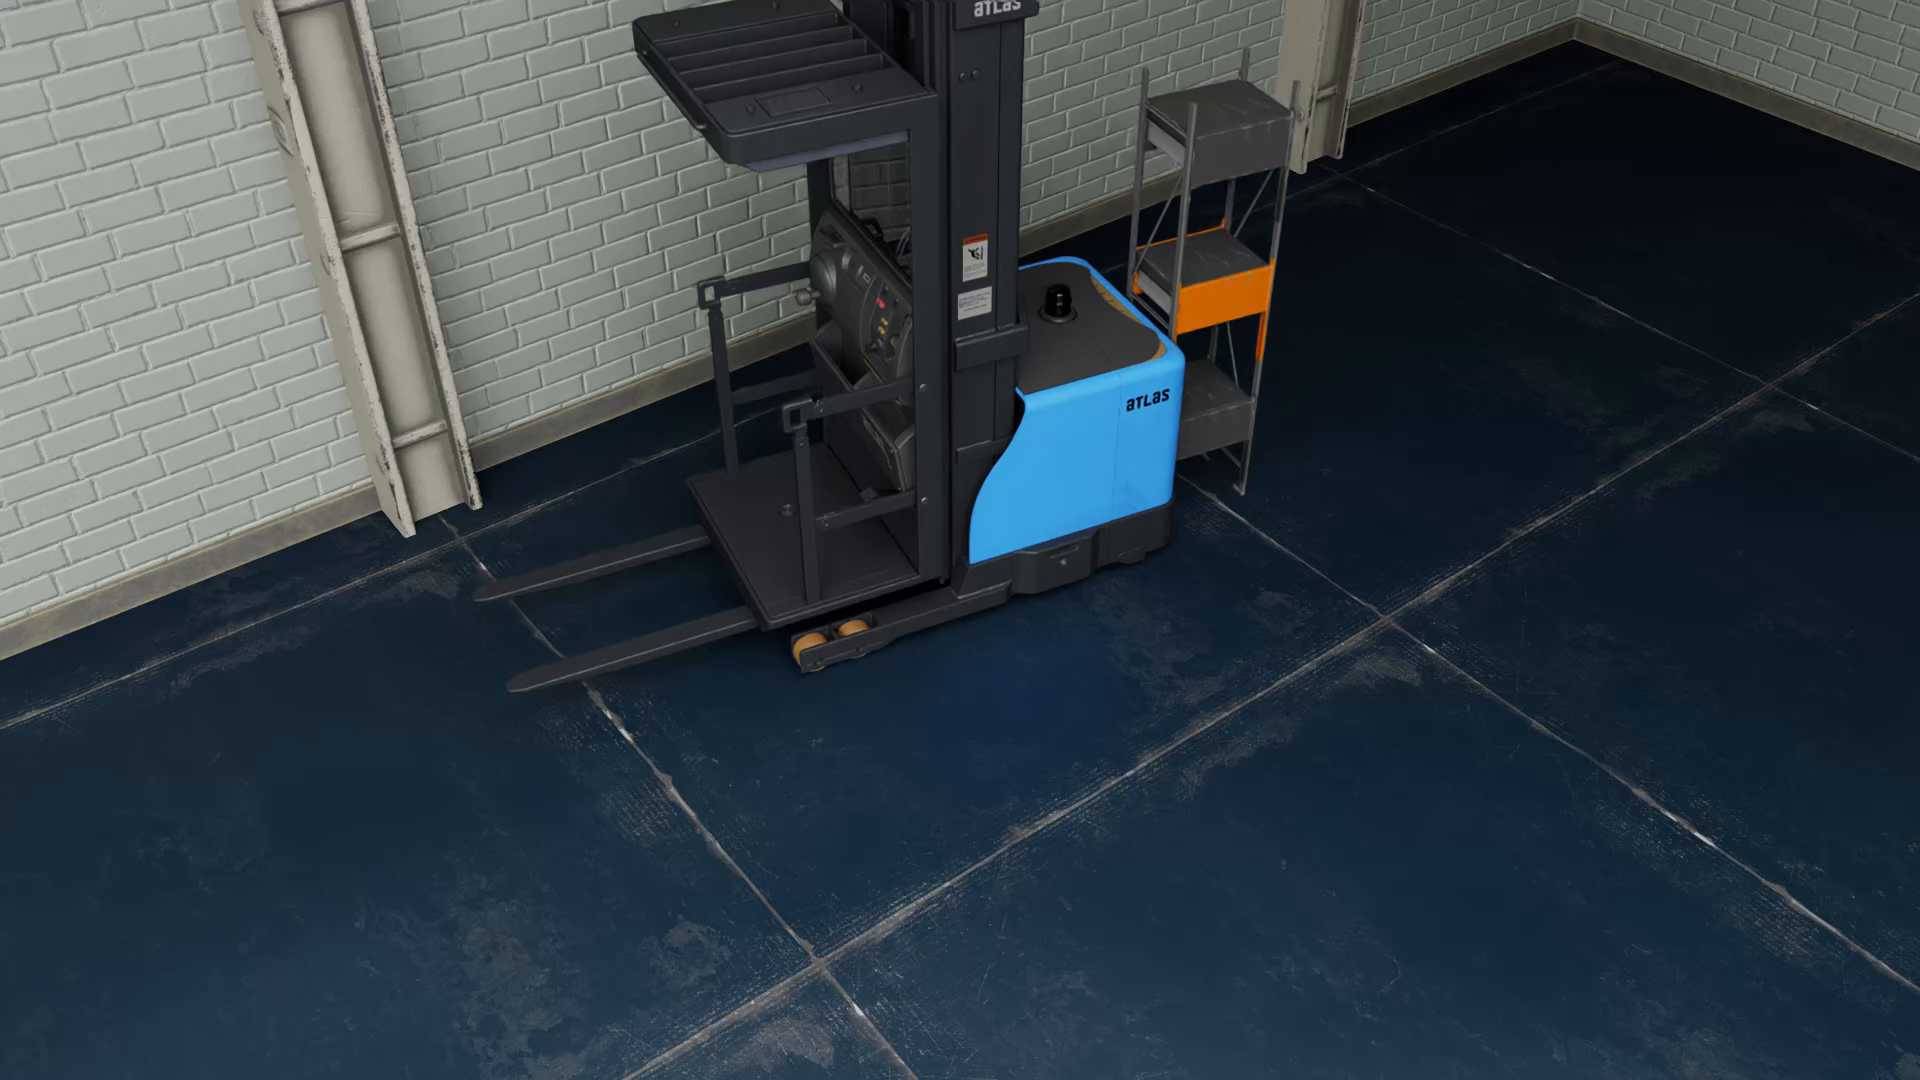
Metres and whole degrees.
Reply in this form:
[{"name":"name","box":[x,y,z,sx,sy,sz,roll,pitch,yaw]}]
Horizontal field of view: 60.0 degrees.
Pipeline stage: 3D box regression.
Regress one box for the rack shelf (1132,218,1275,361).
[{"name":"rack shelf","box":[1.058,-1.063,7.412,0.480,0.518,0.431,-17,42,-19]}]

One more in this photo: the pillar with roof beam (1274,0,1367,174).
[{"name":"pillar with roof beam","box":[4.855,-3.796,5.282,0.400,9.000,9.100,-26,46,-28]}]

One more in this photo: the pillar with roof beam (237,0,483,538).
[{"name":"pillar with roof beam","box":[0.097,-1.477,2.455,0.400,9.000,9.100,-26,46,-28]}]

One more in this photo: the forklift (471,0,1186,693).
[{"name":"forklift","box":[-0.584,-0.957,6.605,3.031,2.935,1.130,-17,42,-19]}]

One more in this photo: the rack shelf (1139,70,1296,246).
[{"name":"rack shelf","box":[1.058,-1.604,6.968,0.480,0.518,0.431,-17,42,-19]}]

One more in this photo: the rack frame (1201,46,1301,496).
[{"name":"rack frame","box":[1.278,-1.140,7.484,0.015,2.100,0.400,-17,42,-19]}]

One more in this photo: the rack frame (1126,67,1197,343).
[{"name":"rack frame","box":[0.838,-1.007,7.322,0.015,2.100,0.400,-17,42,-19]}]

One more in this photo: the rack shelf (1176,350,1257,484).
[{"name":"rack shelf","box":[1.058,-0.522,7.856,0.480,0.518,0.431,-17,42,-19]}]

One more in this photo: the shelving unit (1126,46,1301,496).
[{"name":"shelving unit","box":[1.058,-1.074,7.403,0.503,2.100,0.431,-17,42,-19]}]
